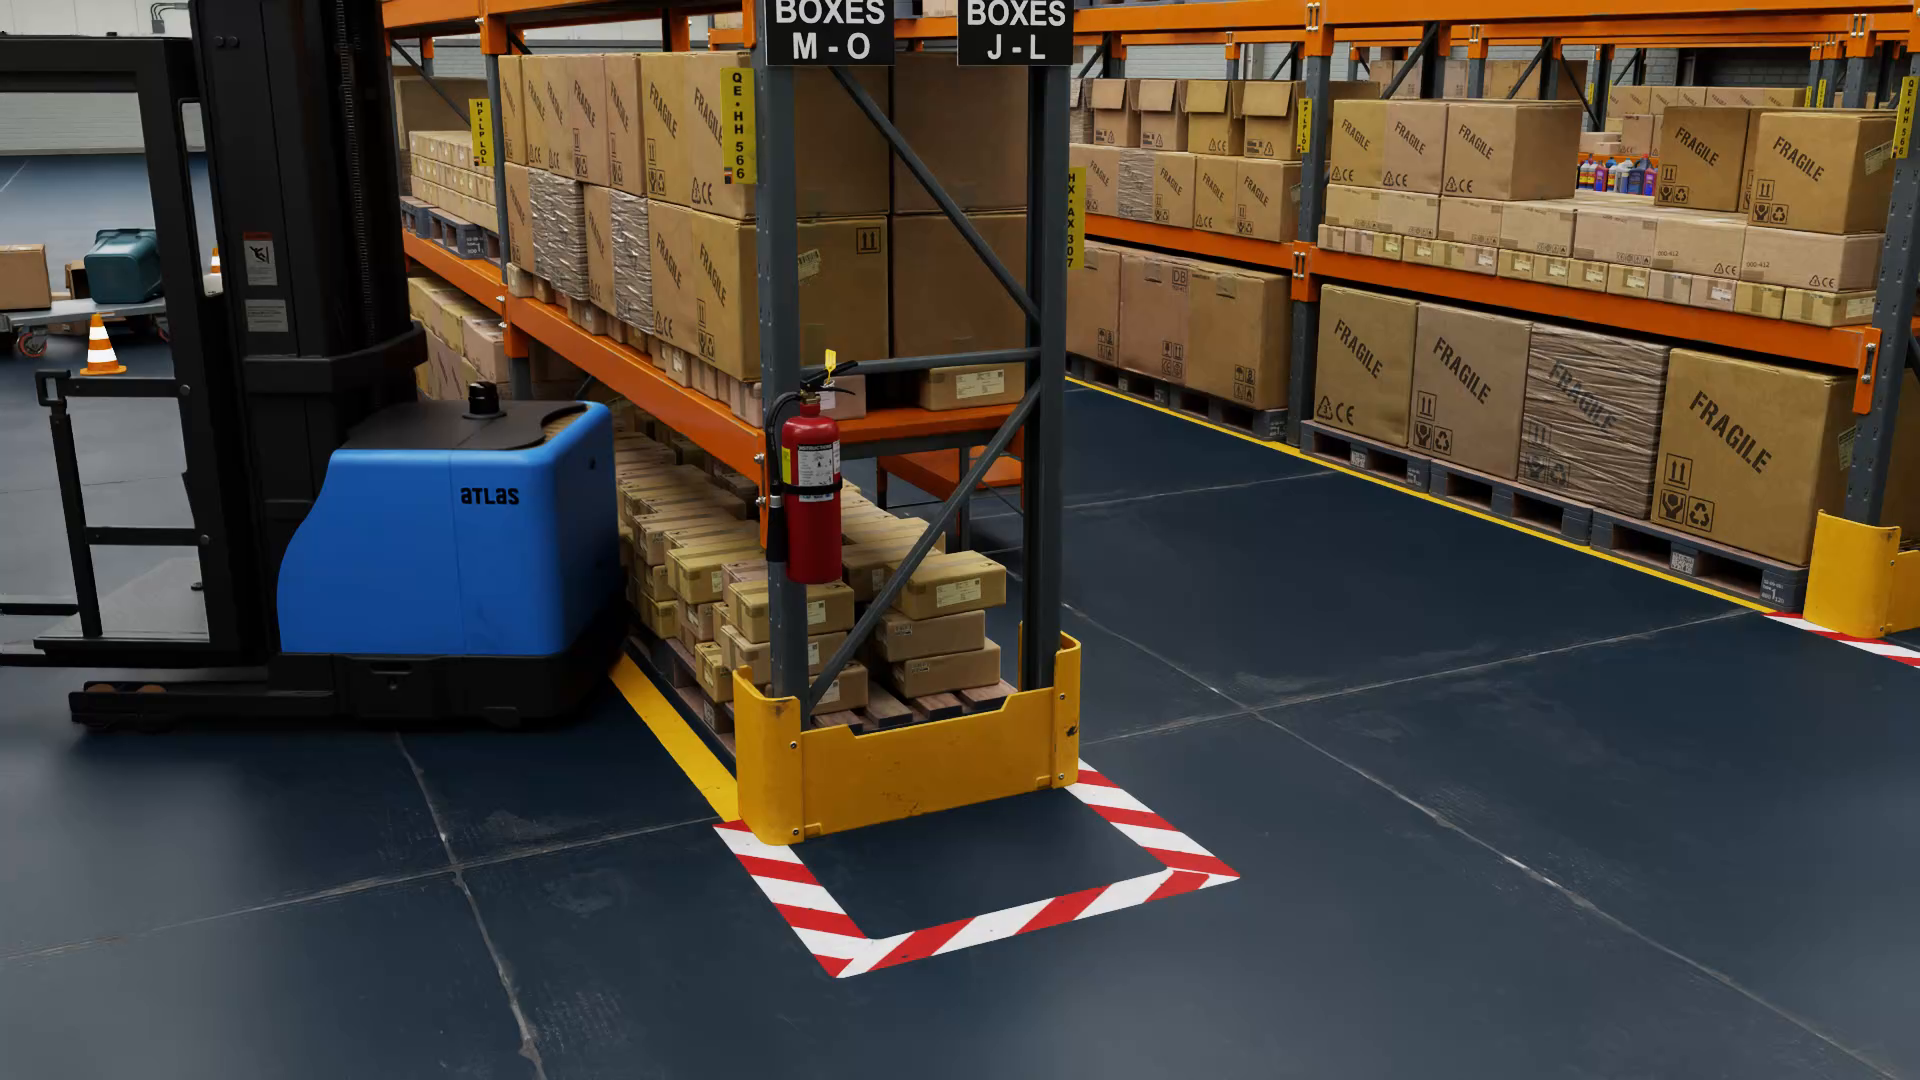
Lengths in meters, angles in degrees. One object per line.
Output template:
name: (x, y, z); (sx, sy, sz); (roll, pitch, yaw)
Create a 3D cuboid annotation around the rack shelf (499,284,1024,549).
rack shelf: (-1.008, -0.699, 7.052); (1.077, 0.370, 4.000); (-8, 18, -25)

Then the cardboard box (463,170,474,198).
cardboard box: (-2.695, -2.098, 9.780); (0.380, 0.149, 0.250); (-9, 18, -28)

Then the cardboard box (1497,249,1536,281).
cardboard box: (3.134, -1.494, 8.975); (0.380, 0.149, 0.250); (-8, 18, -26)

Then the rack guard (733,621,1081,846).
rack guard: (-0.165, 0.634, 5.635); (1.175, 0.500, 0.348); (-8, 18, -25)

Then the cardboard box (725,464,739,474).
cardboard box: (-0.857, -0.287, 7.641); (0.380, 0.149, 0.250); (-8, 18, -27)

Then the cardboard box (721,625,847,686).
cardboard box: (-0.620, 0.380, 5.855); (0.380, 0.149, 0.250); (-8, 18, -26)

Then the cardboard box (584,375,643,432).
cardboard box: (-1.969, -0.756, 9.718); (0.500, 0.500, 0.500); (-7, 17, -23)

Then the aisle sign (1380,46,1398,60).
aisle sign: (6.504, -7.588, 25.041); (0.394, 0.787, 0.004); (-8, 18, -25)

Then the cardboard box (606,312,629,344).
cardboard box: (-1.274, -0.929, 7.004); (0.380, 0.149, 0.250); (-7, 17, -23)

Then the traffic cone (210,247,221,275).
traffic cone: (-8.185, -2.993, 18.343); (0.336, 0.463, 0.334); (-8, 18, -25)

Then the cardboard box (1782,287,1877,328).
cardboard box: (3.919, -1.051, 7.430); (0.380, 0.149, 0.250); (-7, 18, -24)

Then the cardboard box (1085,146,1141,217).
cardboard box: (1.290, -2.747, 12.705); (0.500, 0.500, 0.500); (-8, 18, -26)

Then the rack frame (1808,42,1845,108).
rack frame: (12.472, -5.894, 23.852); (1.000, 3.000, 0.127); (-8, 18, -25)

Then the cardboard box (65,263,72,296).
cardboard box: (-8.501, -2.563, 16.771); (0.637, 0.503, 0.797); (7, 17, 23)

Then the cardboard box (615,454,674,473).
cardboard box: (-1.524, -0.281, 7.619); (0.380, 0.149, 0.250); (-7, 18, -24)

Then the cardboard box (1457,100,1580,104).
cardboard box: (3.276, -2.340, 9.839); (0.500, 0.500, 0.500); (-7, 18, -24)

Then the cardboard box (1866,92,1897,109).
cardboard box: (12.903, -5.884, 22.838); (0.700, 0.500, 0.500); (-6, 17, -19)

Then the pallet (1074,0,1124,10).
pallet: (1.196, -4.305, 13.217); (1.213, 0.211, 1.003); (-7, 17, -22)

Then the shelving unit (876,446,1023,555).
shelving unit: (0.003, -0.539, 8.590); (0.538, 1.125, 1.048); (-8, 18, -25)

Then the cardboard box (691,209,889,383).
cardboard box: (-0.560, -0.820, 5.450); (0.500, 0.500, 0.500); (-7, 18, -24)

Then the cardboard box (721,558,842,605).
cardboard box: (-0.650, 0.164, 6.070); (0.380, 0.149, 0.250); (-7, 18, -24)

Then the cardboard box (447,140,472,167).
cardboard box: (-2.925, -2.373, 10.199); (0.380, 0.149, 0.250); (-8, 18, -26)

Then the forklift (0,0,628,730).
forklift: (-2.947, -0.839, 6.359); (3.031, 2.935, 1.130); (1, 16, 2)

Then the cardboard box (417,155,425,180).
cardboard box: (-3.485, -2.545, 11.337); (0.380, 0.149, 0.250); (-7, 17, -22)

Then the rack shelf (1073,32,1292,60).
rack shelf: (2.690, -6.289, 21.094); (1.077, 0.370, 4.000); (-8, 18, -25)

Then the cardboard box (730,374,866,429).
cardboard box: (-0.529, -0.475, 5.422); (0.380, 0.149, 0.250); (-8, 18, -25)

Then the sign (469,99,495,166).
sign: (-2.381, -2.029, 8.285); (0.100, 0.325, 0.005); (-8, 18, -25)

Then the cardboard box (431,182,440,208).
cardboard box: (-3.266, -2.278, 10.945); (0.380, 0.149, 0.250); (-7, 17, -22)

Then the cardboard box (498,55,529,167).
cardboard box: (-1.905, -2.071, 7.996); (0.500, 0.500, 0.500); (-7, 18, -24)

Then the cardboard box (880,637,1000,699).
cardboard box: (-0.074, 0.451, 6.148); (0.380, 0.149, 0.250); (-7, 18, -24)

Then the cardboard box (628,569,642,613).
cardboard box: (-1.182, 0.201, 7.018); (0.380, 0.149, 0.250); (-7, 18, -24)

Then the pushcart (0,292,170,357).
pushcart: (-7.767, -1.929, 14.787); (0.936, 0.377, 1.648); (15, 22, 42)

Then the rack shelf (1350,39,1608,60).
rack shelf: (7.145, -6.887, 23.177); (1.077, 0.370, 4.000); (-8, 18, -25)

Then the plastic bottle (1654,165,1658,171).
plastic bottle: (5.987, -3.083, 14.288); (0.097, 0.271, 0.097); (0, 16, 0)

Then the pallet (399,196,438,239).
pallet: (-3.229, -2.276, 11.593); (1.213, 0.211, 1.003); (-8, 18, -25)

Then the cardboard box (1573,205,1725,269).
cardboard box: (3.475, -1.534, 8.391); (0.500, 0.250, 0.500); (-8, 18, -27)

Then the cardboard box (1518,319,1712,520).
cardboard box: (3.620, -0.678, 8.767); (0.875, 0.875, 0.875); (-8, 18, -25)

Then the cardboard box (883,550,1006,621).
cardboard box: (-0.056, 0.163, 6.074); (0.380, 0.149, 0.250); (-9, 18, -27)

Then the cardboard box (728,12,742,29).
cardboard box: (-2.428, -6.182, 19.690); (0.500, 0.250, 0.500); (-8, 18, -26)

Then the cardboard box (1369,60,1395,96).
cardboard box: (6.485, -6.828, 24.572); (0.700, 0.500, 0.500); (-8, 18, -25)

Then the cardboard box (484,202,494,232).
cardboard box: (-2.458, -1.823, 9.358); (0.380, 0.149, 0.250); (-8, 18, -25)

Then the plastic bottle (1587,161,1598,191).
plastic bottle: (5.649, -3.236, 14.822); (0.097, 0.271, 0.097); (0, 16, 0)

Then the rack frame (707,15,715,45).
rack frame: (-2.638, -5.090, 21.051); (1.000, 3.000, 0.127); (-8, 18, -25)

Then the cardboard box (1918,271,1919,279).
cardboard box: (4.404, -1.346, 7.734); (0.500, 0.250, 0.500); (-8, 18, -26)

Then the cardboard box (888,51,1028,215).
cardboard box: (-0.090, -1.364, 5.532); (0.500, 0.500, 0.500); (-8, 18, -25)

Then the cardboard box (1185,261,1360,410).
cardboard box: (2.320, -1.452, 11.462); (1.225, 0.875, 0.875); (-8, 18, -25)

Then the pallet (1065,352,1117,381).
pallet: (1.144, -1.562, 13.810); (1.003, 0.211, 1.213); (-8, 18, -25)

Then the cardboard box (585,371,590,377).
cardboard box: (-1.970, -1.117, 9.614); (0.500, 0.250, 0.500); (-9, 18, -27)

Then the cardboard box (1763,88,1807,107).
cardboard box: (11.987, -6.272, 24.045); (0.500, 0.500, 0.500); (-8, 18, -25)
